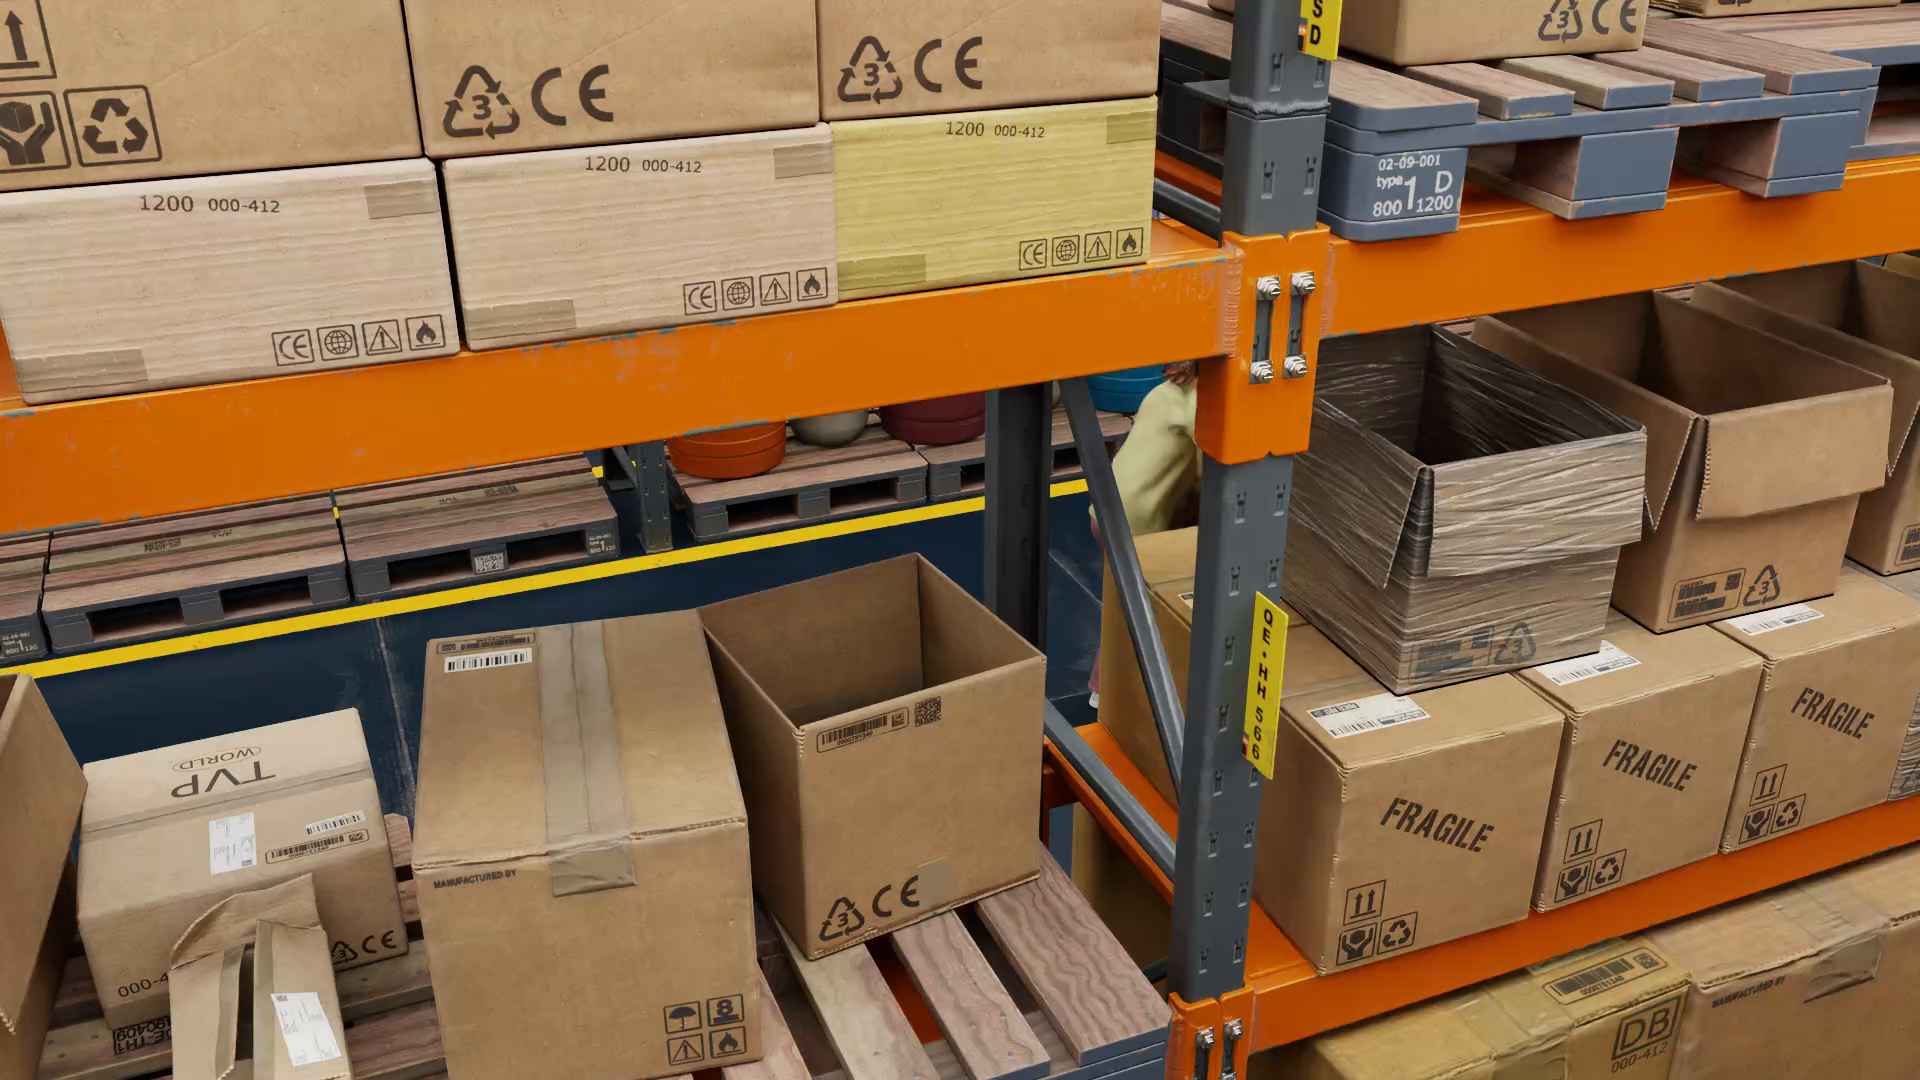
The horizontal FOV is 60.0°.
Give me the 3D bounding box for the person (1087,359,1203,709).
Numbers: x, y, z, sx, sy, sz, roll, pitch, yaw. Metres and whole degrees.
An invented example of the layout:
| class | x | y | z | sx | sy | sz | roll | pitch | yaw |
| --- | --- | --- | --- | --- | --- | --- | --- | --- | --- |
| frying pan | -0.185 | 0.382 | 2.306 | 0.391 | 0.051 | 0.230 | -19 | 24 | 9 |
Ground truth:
| class | x | y | z | sx | sy | sz | roll | pitch | yaw |
| --- | --- | --- | --- | --- | --- | --- | --- | --- | --- |
| person | 0.778 | -0.035 | 6.311 | 0.582 | 1.571 | 0.412 | -11 | 28 | -22 |
